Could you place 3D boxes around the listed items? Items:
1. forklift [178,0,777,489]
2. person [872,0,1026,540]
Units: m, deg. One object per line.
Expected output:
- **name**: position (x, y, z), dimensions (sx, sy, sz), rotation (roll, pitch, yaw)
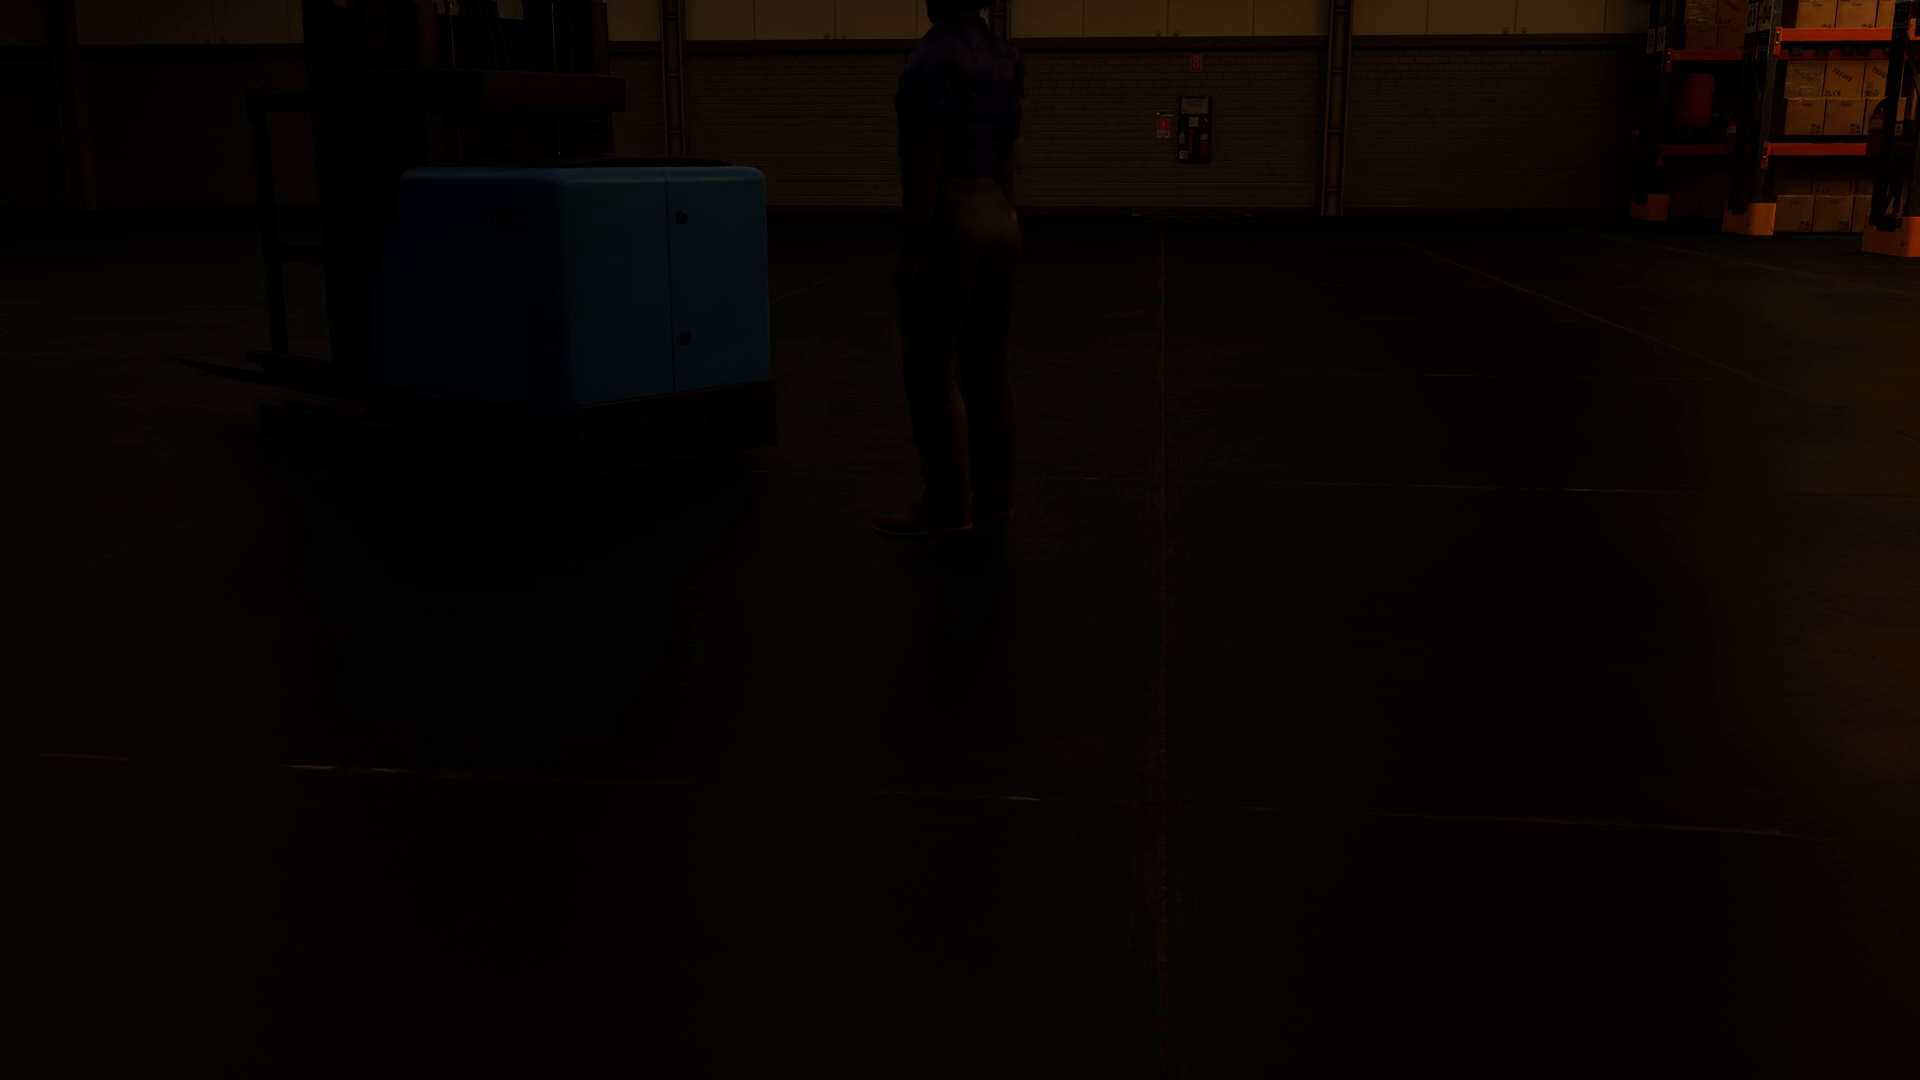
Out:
- **forklift**: position (-2.128, -1.854, 6.436), dimensions (3.031, 2.935, 1.130), rotation (11, 17, 39)
- **person**: position (-0.040, -0.841, 4.747), dimensions (0.345, 1.659, 0.466), rotation (11, 17, 40)
